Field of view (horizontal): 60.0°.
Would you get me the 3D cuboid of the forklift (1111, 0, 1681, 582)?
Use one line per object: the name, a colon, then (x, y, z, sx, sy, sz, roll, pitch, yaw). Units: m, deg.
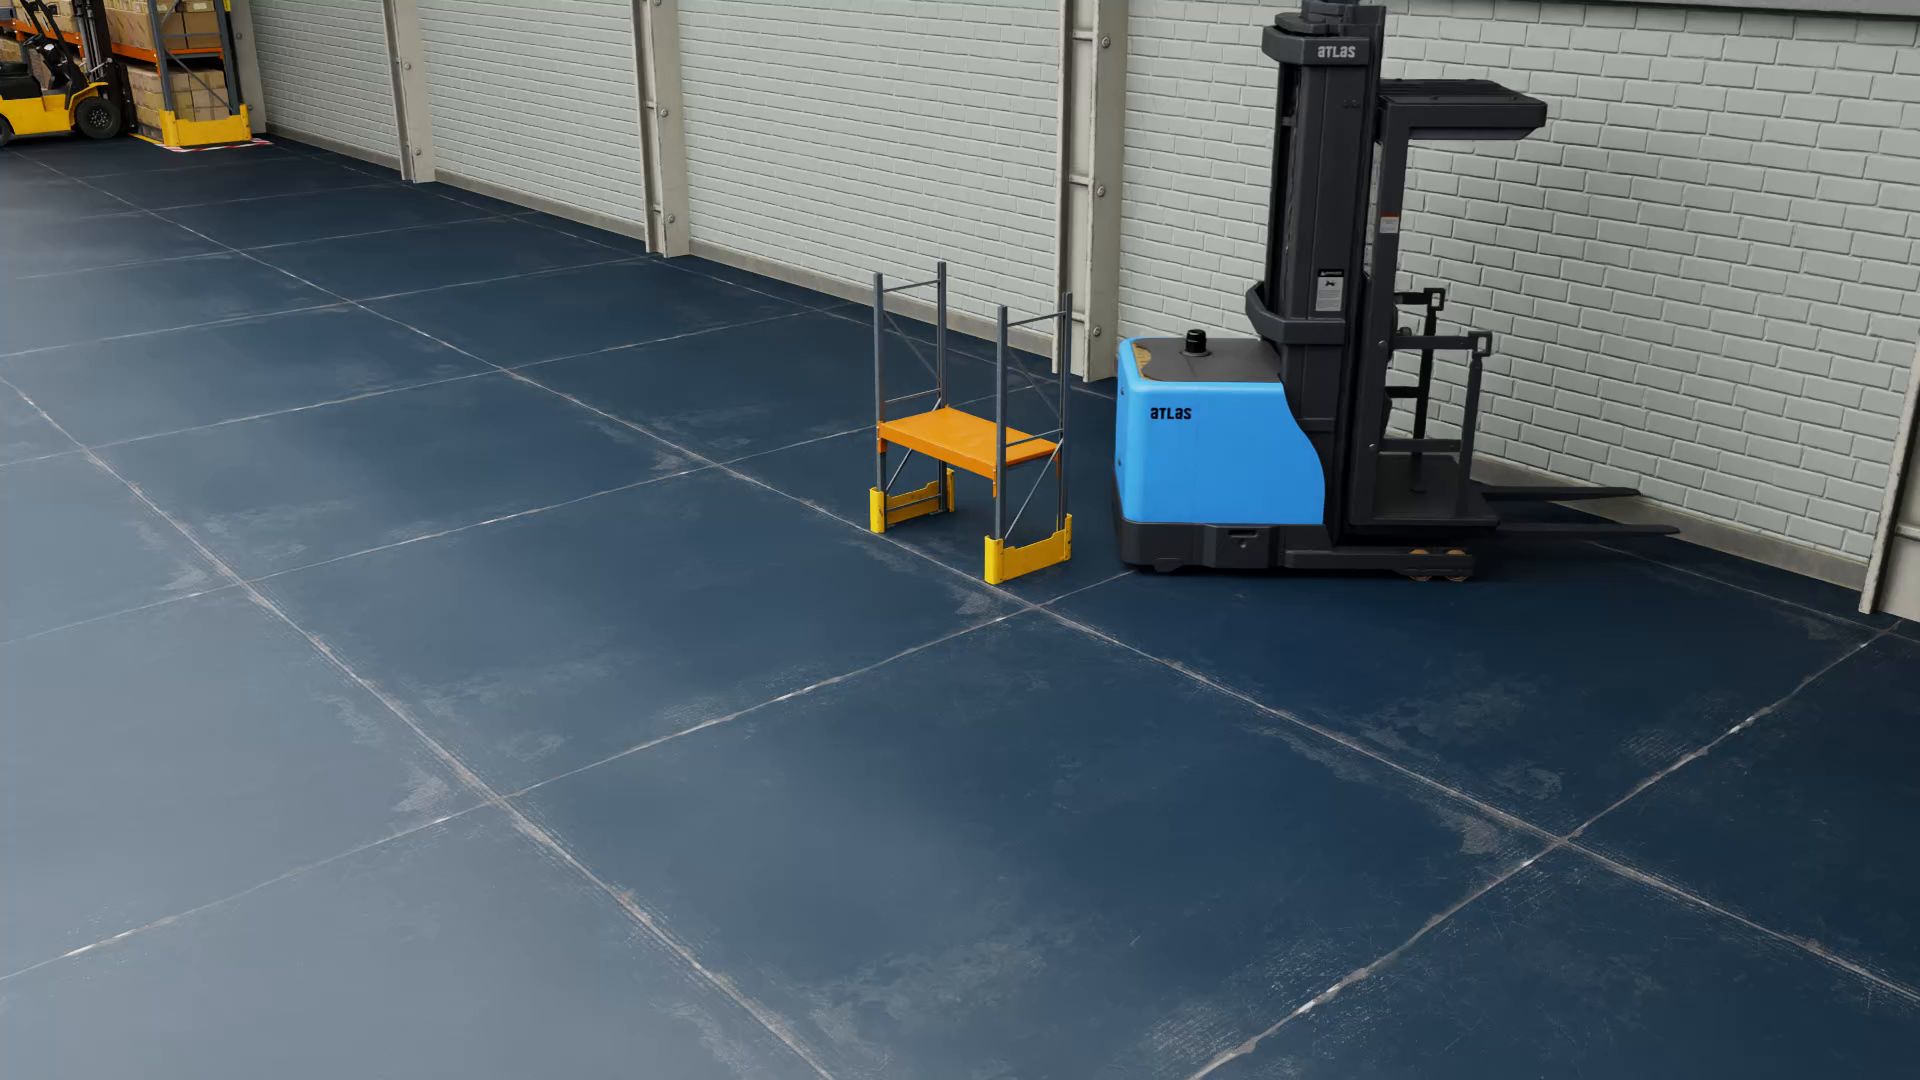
forklift: (2.396, -1.340, 8.886, 3.031, 2.935, 1.130, 1, 21, 2)

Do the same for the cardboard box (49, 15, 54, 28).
cardboard box: (-14.801, -8.632, 27.617, 0.500, 0.250, 0.500, -17, 27, -37)

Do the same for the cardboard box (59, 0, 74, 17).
cardboard box: (-14.155, -8.581, 26.800, 0.500, 0.250, 0.500, -18, 28, -39)

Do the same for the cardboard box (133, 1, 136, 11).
cardboard box: (-11.781, -7.766, 24.171, 0.380, 0.149, 0.250, -17, 27, -36)

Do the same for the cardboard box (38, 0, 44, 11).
cardboard box: (-15.141, -9.008, 27.890, 0.500, 0.250, 0.500, -17, 27, -37)

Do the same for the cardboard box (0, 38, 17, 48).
cardboard box: (-17.610, -9.231, 30.902, 0.380, 0.149, 0.250, -19, 28, -40)

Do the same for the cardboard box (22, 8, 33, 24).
cardboard box: (-15.823, -9.058, 28.702, 0.500, 0.250, 0.500, -18, 28, -39)

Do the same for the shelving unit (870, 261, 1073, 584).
shelving unit: (0.050, -0.677, 9.157, 0.587, 1.500, 1.083, -17, 27, -37)

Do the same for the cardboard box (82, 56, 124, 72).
cardboard box: (-13.563, -7.516, 26.383, 0.500, 0.250, 0.500, -18, 28, -38)

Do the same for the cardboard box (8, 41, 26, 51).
cardboard box: (-17.106, -9.009, 30.336, 0.380, 0.149, 0.250, -19, 28, -39)

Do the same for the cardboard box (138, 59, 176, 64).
cardboard box: (-12.511, -7.355, 25.972, 0.500, 0.250, 0.500, -17, 27, -37)

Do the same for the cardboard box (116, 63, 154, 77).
cardboard box: (-12.566, -7.090, 25.297, 0.500, 0.250, 0.500, -18, 28, -38)

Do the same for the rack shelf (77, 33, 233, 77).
rack shelf: (-12.335, -7.456, 25.393, 1.077, 0.370, 4.000, -17, 27, -37)

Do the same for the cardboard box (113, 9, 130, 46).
cardboard box: (-12.216, -7.645, 24.753, 0.500, 0.500, 0.500, -18, 28, -38)

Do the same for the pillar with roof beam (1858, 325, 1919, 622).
pillar with roof beam: (1.603, -2.783, 4.250, 9.100, 9.000, 0.400, -17, 27, -37)

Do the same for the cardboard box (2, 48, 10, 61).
cardboard box: (-17.353, -8.830, 30.768, 0.500, 0.500, 0.500, -16, 27, -35)

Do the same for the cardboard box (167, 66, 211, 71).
cardboard box: (-11.529, -6.934, 24.898, 0.500, 0.250, 0.500, -17, 27, -37)

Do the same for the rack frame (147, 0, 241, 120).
rack frame: (-11.030, -7.238, 23.851, 1.000, 3.000, 0.127, -17, 27, -37)

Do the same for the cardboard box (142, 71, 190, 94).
cardboard box: (-11.567, -6.672, 24.229, 0.500, 0.250, 0.500, -16, 27, -36)

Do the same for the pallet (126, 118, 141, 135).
pallet: (-12.353, -6.478, 25.734, 1.003, 0.211, 1.213, -17, 27, -37)

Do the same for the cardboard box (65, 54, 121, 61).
cardboard box: (-14.491, -7.791, 27.942, 0.875, 0.625, 0.625, -18, 28, -38)

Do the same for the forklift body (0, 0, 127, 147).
forklift body: (-13.650, -6.933, 24.235, 2.313, 2.155, 1.214, -17, 27, -37)

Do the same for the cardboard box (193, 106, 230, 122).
cardboard box: (-11.202, -6.336, 24.741, 0.500, 0.250, 0.500, -17, 27, -37)

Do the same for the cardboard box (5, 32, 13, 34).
cardboard box: (-18.404, -9.854, 32.492, 0.380, 0.149, 0.250, -19, 28, -39)

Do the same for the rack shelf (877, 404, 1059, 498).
rack shelf: (0.056, -0.507, 9.216, 0.538, 0.185, 1.000, -17, 27, -37)

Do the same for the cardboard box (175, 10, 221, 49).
cardboard box: (-11.143, -7.488, 24.351, 0.500, 0.500, 0.500, -16, 27, -36)

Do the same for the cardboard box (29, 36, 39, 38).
cardboard box: (-17.385, -9.430, 31.408, 0.380, 0.149, 0.250, -19, 28, -39)

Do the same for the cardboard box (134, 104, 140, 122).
cardboard box: (-12.213, -6.488, 25.130, 0.500, 0.250, 0.500, -17, 27, -37)

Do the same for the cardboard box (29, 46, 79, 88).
cardboard box: (-15.855, -8.363, 29.402, 0.875, 0.625, 0.625, -16, 27, -36)

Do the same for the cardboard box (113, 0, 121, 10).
cardboard box: (-12.324, -7.964, 24.679, 0.380, 0.149, 0.250, -17, 27, -37)

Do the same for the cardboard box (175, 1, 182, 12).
cardboard box: (-11.264, -7.795, 24.247, 0.380, 0.149, 0.250, -17, 27, -37)

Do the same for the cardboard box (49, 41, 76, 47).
cardboard box: (-16.356, -9.000, 30.313, 0.380, 0.149, 0.250, -16, 26, -35)

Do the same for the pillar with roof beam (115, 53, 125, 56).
pillar with roof beam: (-17.979, -11.071, 25.412, 9.100, 9.000, 0.400, -17, 27, -37)

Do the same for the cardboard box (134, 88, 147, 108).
cardboard box: (-11.903, -6.587, 24.698, 0.500, 0.250, 0.500, -18, 28, -38)

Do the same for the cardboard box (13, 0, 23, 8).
cardboard box: (-16.166, -9.425, 28.954, 0.500, 0.250, 0.500, -17, 27, -37)

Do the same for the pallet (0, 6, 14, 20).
pallet: (-16.747, -9.530, 29.965, 1.213, 0.211, 1.003, -17, 27, -37)

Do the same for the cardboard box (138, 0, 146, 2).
cardboard box: (-11.608, -7.835, 23.940, 0.380, 0.149, 0.250, -17, 27, -37)
